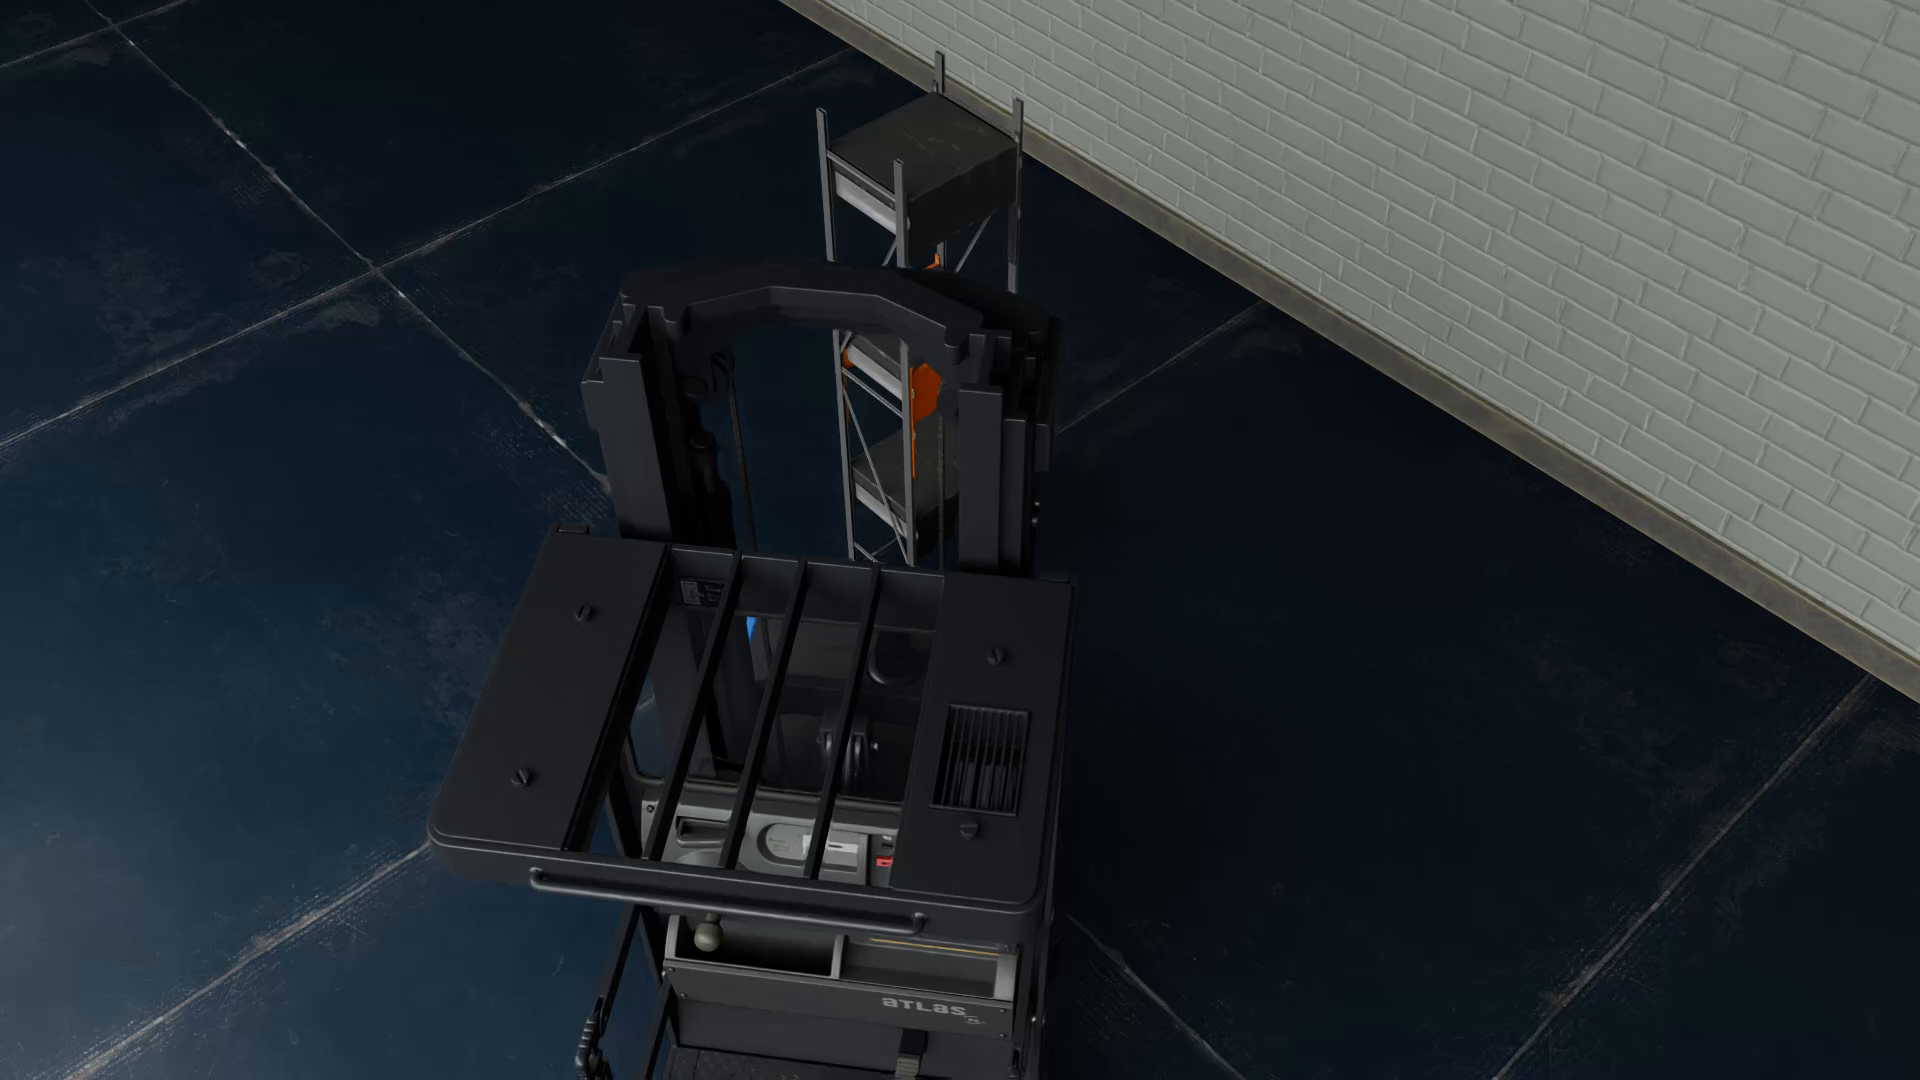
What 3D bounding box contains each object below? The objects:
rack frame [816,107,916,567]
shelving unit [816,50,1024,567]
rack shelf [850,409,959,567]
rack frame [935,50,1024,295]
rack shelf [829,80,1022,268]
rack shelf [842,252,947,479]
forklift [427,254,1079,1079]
[{"bbox_3d":[-0.303,-0.510,5.791,0.015,2.100,0.400,-34,56,-27],"label":"rack frame"},{"bbox_3d":[-0.122,-0.630,5.903,0.503,2.100,0.431,-34,56,-27],"label":"shelving unit"},{"bbox_3d":[-0.122,-0.146,6.427,0.480,0.518,0.431,-34,56,-27],"label":"rack shelf"},{"bbox_3d":[0.058,-0.751,6.014,0.015,2.100,0.400,-34,56,-27],"label":"rack frame"},{"bbox_3d":[-0.122,-1.096,5.398,0.480,0.518,0.431,-34,56,-27],"label":"rack shelf"},{"bbox_3d":[-0.122,-0.621,5.913,0.480,0.518,0.431,-34,56,-27],"label":"rack shelf"},{"bbox_3d":[-0.339,0.936,3.892,1.130,2.935,3.031,6,48,5],"label":"forklift"}]
